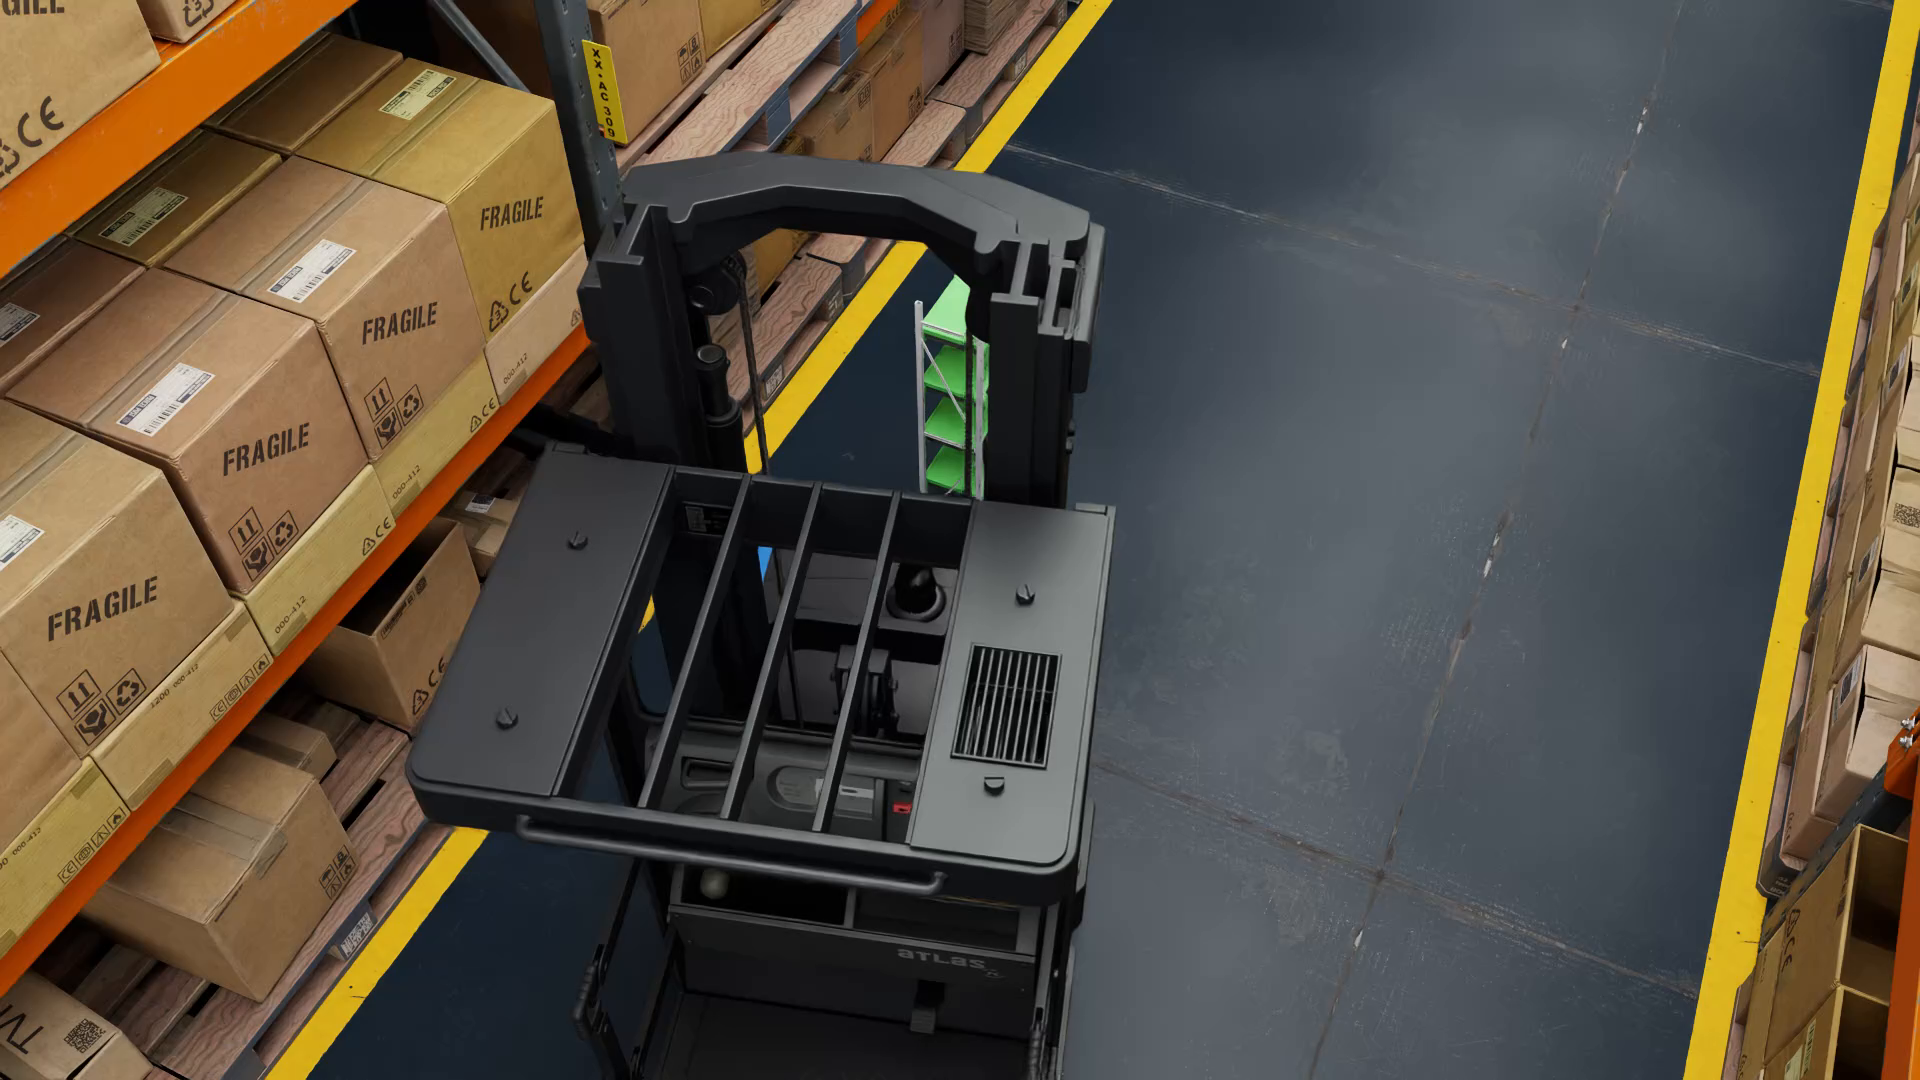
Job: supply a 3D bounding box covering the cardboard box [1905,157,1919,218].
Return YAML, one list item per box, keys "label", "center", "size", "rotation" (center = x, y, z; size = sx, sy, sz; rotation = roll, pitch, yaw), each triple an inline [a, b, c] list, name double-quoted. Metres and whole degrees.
- label: "cardboard box"
  center: [4.177, -1.492, 6.712]
  size: [0.500, 0.311, 0.500]
  rotation: [21, 53, 17]

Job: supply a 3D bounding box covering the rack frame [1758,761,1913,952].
- label: "rack frame"
  center: [2.957, 0.424, 3.920]
  size: [1.000, 3.000, 0.127]
  rotation: [20, 52, 16]

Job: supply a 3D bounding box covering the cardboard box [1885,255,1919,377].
- label: "cardboard box"
  center: [3.740, -0.777, 6.103]
  size: [0.500, 0.311, 0.500]
  rotation: [19, 52, 15]

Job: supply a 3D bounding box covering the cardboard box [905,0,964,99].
- label: "cardboard box"
  center: [-0.400, -2.443, 7.711]
  size: [0.700, 0.500, 0.500]
  rotation: [20, 52, 16]

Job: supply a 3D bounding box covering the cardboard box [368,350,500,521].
- label: "cardboard box"
  center: [-1.672, -0.378, 4.687]
  size: [0.500, 0.250, 0.500]
  rotation: [20, 52, 16]

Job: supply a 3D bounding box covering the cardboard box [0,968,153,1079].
- label: "cardboard box"
  center: [-2.612, 1.458, 4.516]
  size: [0.500, 0.311, 0.500]
  rotation: [24, 54, 19]

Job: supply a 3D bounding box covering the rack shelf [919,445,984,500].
- label: "rack shelf"
  center: [0.071, -0.306, 6.121]
  size: [0.258, 0.148, 0.480]
  rotation: [20, 52, 16]

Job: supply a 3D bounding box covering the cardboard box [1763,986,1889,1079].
- label: "cardboard box"
  center: [2.269, 1.500, 4.041]
  size: [0.500, 0.500, 0.500]
  rotation: [20, 52, 16]

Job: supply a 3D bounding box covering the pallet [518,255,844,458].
- label: "pallet"
  center: [-1.192, -0.818, 6.808]
  size: [1.003, 0.211, 1.213]
  rotation: [20, 52, 16]

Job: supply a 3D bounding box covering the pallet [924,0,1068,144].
- label: "pallet"
  center: [-0.150, -2.498, 8.237]
  size: [1.003, 0.211, 1.213]
  rotation: [20, 52, 16]

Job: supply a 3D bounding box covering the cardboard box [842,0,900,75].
- label: "cardboard box"
  center: [-0.591, -2.275, 7.076]
  size: [0.500, 0.250, 0.500]
  rotation: [20, 52, 16]

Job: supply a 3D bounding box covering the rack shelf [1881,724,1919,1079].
- label: "rack shelf"
  center: [2.103, 2.034, 3.022]
  size: [1.077, 0.370, 4.000]
  rotation: [20, 52, 16]

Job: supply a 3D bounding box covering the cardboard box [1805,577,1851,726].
- label: "cardboard box"
  center: [3.090, 0.451, 5.426]
  size: [0.500, 0.250, 0.500]
  rotation: [19, 52, 16]

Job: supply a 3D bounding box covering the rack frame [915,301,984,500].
- label: "rack frame"
  center: [-0.034, -0.335, 5.747]
  size: [0.240, 1.200, 0.015]
  rotation: [20, 52, 16]

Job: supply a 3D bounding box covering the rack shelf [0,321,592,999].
- label: "rack shelf"
  center: [-2.378, 0.425, 4.391]
  size: [1.077, 0.370, 4.000]
  rotation: [20, 52, 16]

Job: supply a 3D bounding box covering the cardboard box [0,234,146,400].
- label: "cardboard box"
  center: [-2.355, -0.434, 4.243]
  size: [0.500, 0.500, 0.500]
  rotation: [21, 53, 17]

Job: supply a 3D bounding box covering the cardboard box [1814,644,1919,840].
- label: "cardboard box"
  center: [2.871, 0.625, 4.910]
  size: [0.500, 0.311, 0.500]
  rotation: [20, 52, 16]

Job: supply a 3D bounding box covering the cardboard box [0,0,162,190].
- label: "cardboard box"
  center: [-1.946, -1.030, 3.109]
  size: [0.500, 0.500, 0.500]
  rotation: [18, 52, 15]

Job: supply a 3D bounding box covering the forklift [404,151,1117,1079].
- label: "forklift"
  center: [-0.294, 0.771, 3.669]
  size: [1.130, 2.935, 3.031]
  rotation: [7, 50, 6]

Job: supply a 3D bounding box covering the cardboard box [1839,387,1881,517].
- label: "cardboard box"
  center: [3.527, -0.251, 6.024]
  size: [0.500, 0.250, 0.500]
  rotation: [21, 53, 17]

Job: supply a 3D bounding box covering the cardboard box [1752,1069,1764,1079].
- label: "cardboard box"
  center: [2.267, 1.742, 4.328]
  size: [0.500, 0.250, 0.500]
  rotation: [20, 52, 16]

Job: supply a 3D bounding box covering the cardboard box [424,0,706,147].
- label: "cardboard box"
  center: [-1.275, -1.700, 5.372]
  size: [0.700, 0.500, 0.500]
  rotation: [20, 52, 16]

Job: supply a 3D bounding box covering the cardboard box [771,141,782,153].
- label: "cardboard box"
  center: [-1.039, -1.577, 6.483]
  size: [0.500, 0.250, 0.500]
  rotation: [19, 52, 15]

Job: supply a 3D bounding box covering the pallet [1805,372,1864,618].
- label: "pallet"
  center: [3.756, -0.036, 6.142]
  size: [1.003, 0.211, 1.213]
  rotation: [20, 52, 16]

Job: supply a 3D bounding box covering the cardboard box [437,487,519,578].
- label: "cardboard box"
  center: [-1.725, -0.032, 5.879]
  size: [0.380, 0.166, 0.250]
  rotation: [14, 51, 11]

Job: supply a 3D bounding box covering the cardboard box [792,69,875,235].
- label: "cardboard box"
  center: [-0.794, -1.740, 7.114]
  size: [0.700, 0.500, 0.500]
  rotation: [20, 53, 16]

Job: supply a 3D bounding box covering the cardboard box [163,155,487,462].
- label: "cardboard box"
  center: [-1.654, -0.614, 4.396]
  size: [0.500, 0.500, 0.500]
  rotation: [20, 52, 16]

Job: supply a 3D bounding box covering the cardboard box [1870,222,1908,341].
- label: "cardboard box"
  center: [3.963, -0.964, 6.630]
  size: [0.500, 0.250, 0.500]
  rotation: [18, 52, 15]

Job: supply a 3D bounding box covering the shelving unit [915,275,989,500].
- label: "shelving unit"
  center: [0.071, -0.503, 5.890]
  size: [0.258, 1.200, 0.503]
  rotation: [20, 52, 16]

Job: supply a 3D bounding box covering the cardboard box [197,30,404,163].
- label: "cardboard box"
  center: [-1.913, -1.131, 4.835]
  size: [0.500, 0.500, 0.500]
  rotation: [19, 52, 15]

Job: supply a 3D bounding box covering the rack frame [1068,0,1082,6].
- label: "rack frame"
  center: [0.185, -3.940, 7.633]
  size: [1.000, 3.000, 0.127]
  rotation: [20, 52, 16]

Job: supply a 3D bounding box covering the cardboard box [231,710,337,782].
- label: "cardboard box"
  center: [-2.225, 0.691, 5.276]
  size: [0.380, 0.149, 0.250]
  rotation: [16, 51, 13]

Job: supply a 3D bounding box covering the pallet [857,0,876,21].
- label: "pallet"
  center: [-0.623, -2.501, 6.535]
  size: [1.003, 0.211, 1.213]
  rotation: [20, 52, 16]

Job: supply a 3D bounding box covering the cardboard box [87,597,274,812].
- label: "cardboard box"
  center: [-2.087, 0.320, 4.093]
  size: [0.500, 0.250, 0.500]
  rotation: [20, 53, 16]

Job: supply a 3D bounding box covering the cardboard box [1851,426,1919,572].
- label: "cardboard box"
  center: [3.303, -0.078, 5.508]
  size: [0.500, 0.311, 0.500]
  rotation: [20, 52, 16]

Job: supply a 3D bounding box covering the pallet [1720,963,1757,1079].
- label: "pallet"
  center: [2.579, 1.862, 4.527]
  size: [1.003, 0.211, 1.213]
  rotation: [20, 52, 16]

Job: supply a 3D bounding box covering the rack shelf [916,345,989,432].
- label: "rack shelf"
  center: [0.071, -0.617, 5.756]
  size: [0.258, 0.148, 0.480]
  rotation: [20, 52, 16]

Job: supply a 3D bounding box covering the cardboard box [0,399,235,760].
- label: "cardboard box"
  center: [-2.100, 0.087, 3.799]
  size: [0.500, 0.500, 0.500]
  rotation: [21, 53, 17]

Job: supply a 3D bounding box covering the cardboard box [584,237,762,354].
- label: "cardboard box"
  center: [-1.224, -1.030, 6.509]
  size: [0.700, 0.500, 0.500]
  rotation: [21, 53, 17]

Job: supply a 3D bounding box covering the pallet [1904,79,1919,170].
- label: "pallet"
  center: [5.019, -1.929, 7.753]
  size: [1.003, 0.211, 1.213]
  rotation: [20, 52, 16]
